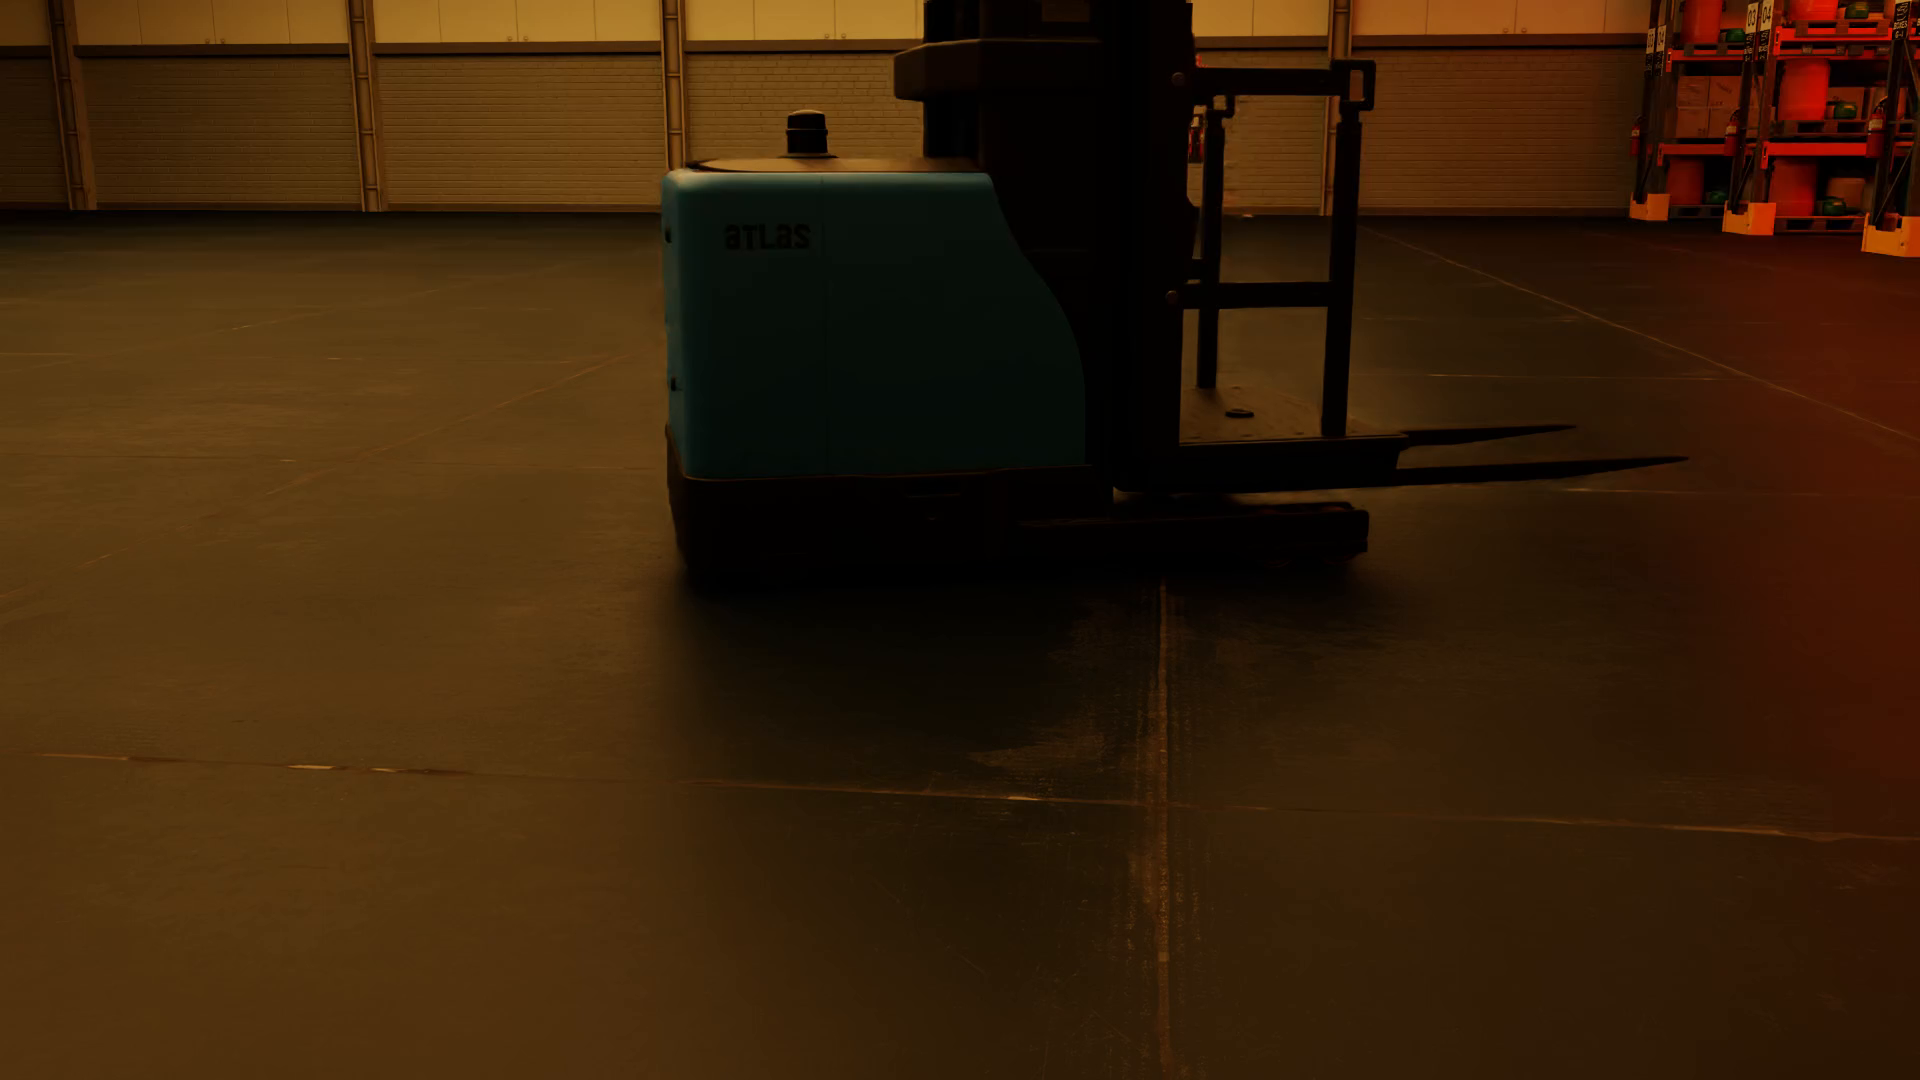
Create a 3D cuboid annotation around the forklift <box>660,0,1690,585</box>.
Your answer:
[{"bbox_3d":[0.667,-1.461,4.759,3.031,2.935,1.130,-3,13,-12],"label":"forklift"}]
